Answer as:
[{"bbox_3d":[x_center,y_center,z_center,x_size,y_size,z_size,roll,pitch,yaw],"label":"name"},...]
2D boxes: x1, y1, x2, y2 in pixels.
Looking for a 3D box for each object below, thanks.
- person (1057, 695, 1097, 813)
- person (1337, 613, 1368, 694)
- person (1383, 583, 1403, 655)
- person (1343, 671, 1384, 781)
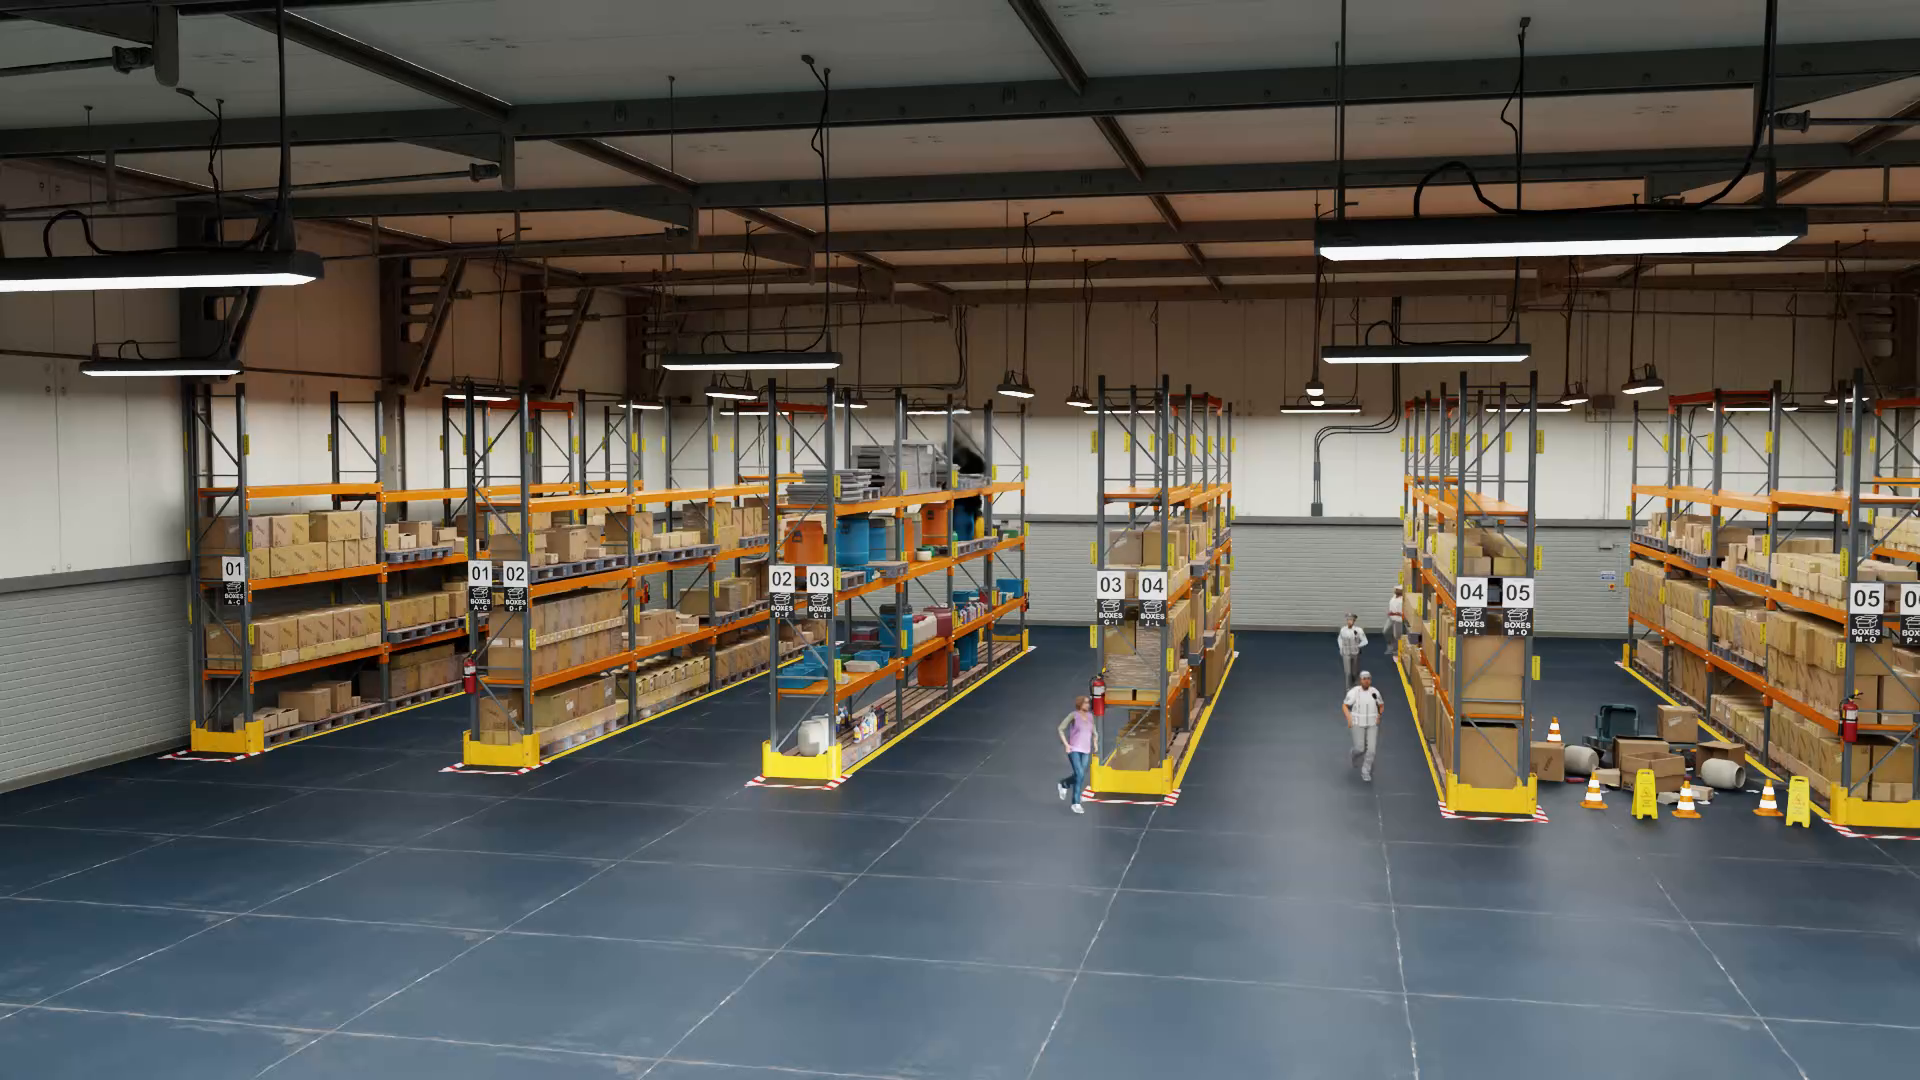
[{"bbox_3d":[1.618,2.924,22.931,0.583,1.574,0.644,-2,4,-31],"label":"person"},{"bbox_3d":[7.761,2.283,32.914,0.607,1.705,0.828,1,3,19],"label":"person"},{"bbox_3d":[10.350,1.891,39.384,0.658,1.757,0.687,-1,4,-24],"label":"person"},{"bbox_3d":[6.065,2.773,24.958,0.618,1.626,0.553,0,3,0],"label":"person"}]
